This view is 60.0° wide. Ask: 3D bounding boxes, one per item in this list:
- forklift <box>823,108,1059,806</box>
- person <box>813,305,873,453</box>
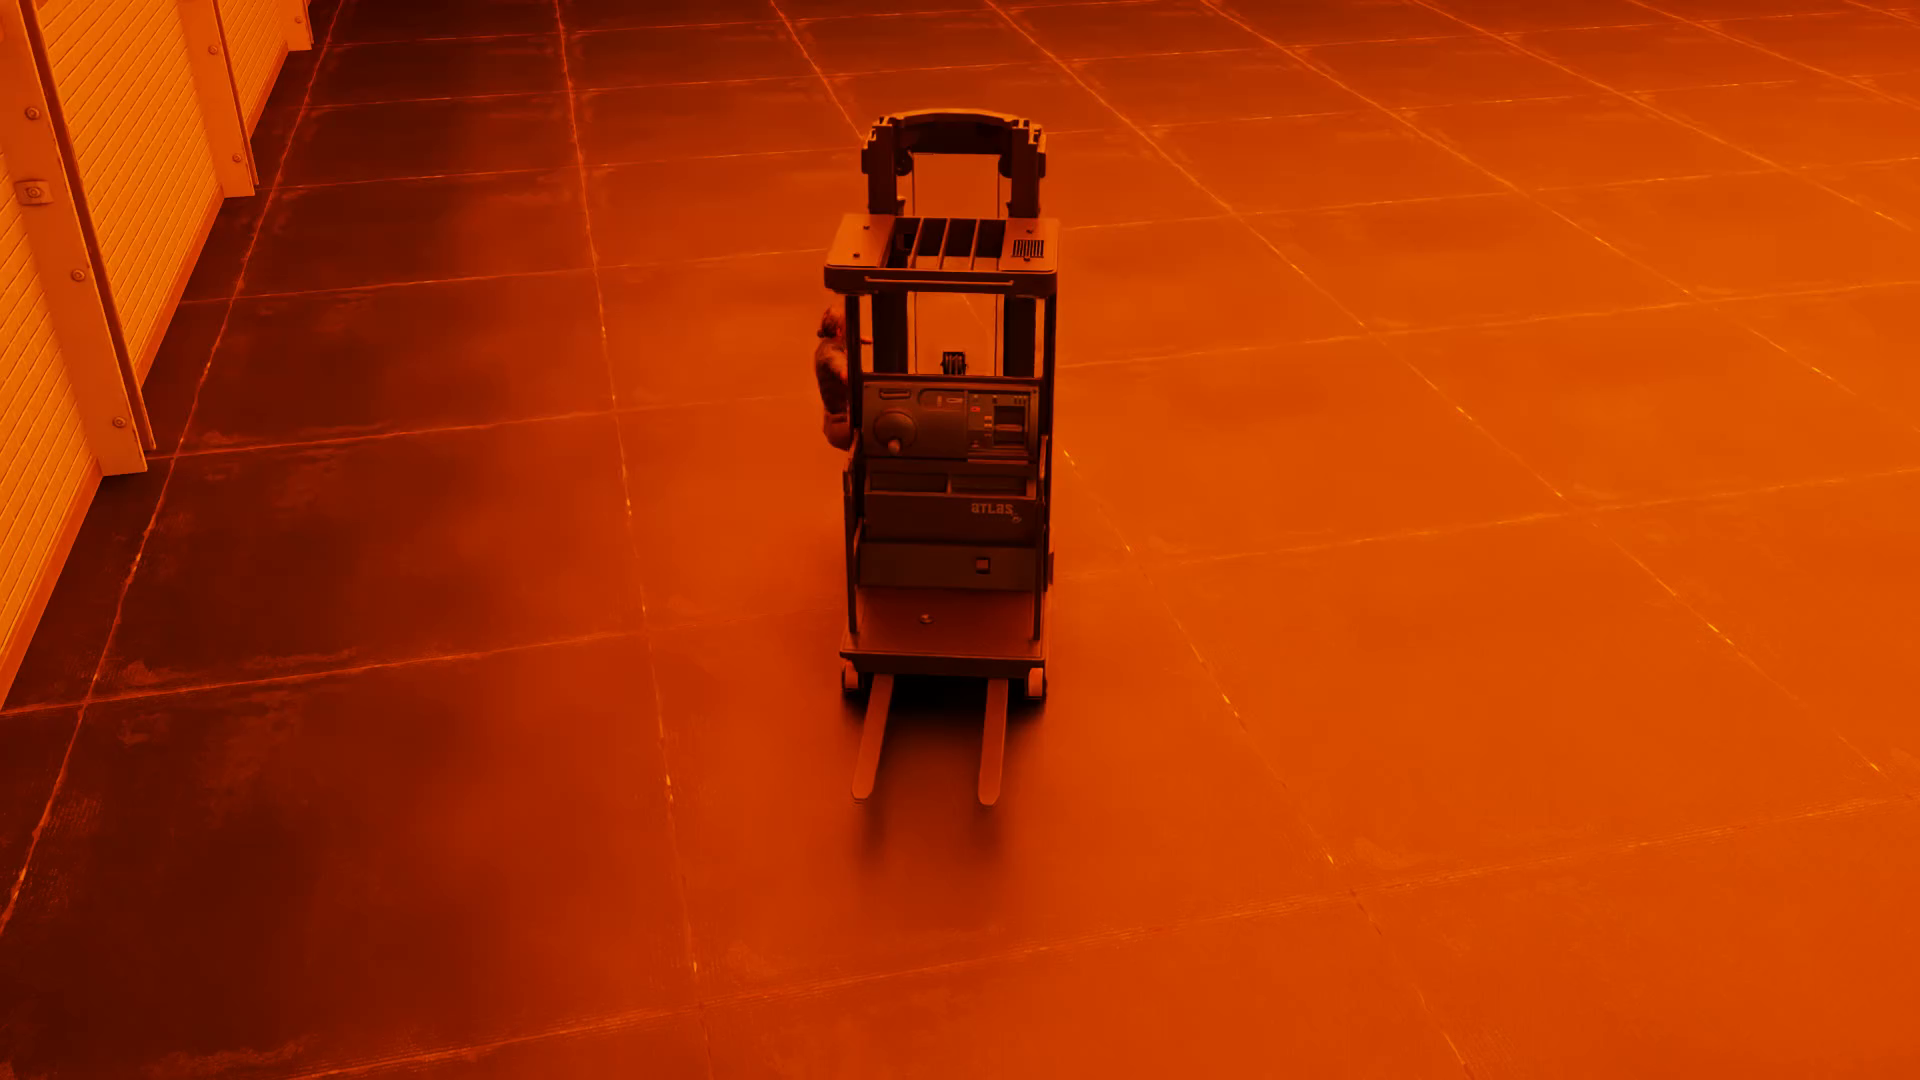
[{"bbox_3d":[-0.064,-0.586,8.587,1.130,2.935,3.031,2,30,4],"label":"forklift"},{"bbox_3d":[-0.509,-0.795,10.434,0.786,1.431,1.017,-8,31,-14],"label":"person"}]
